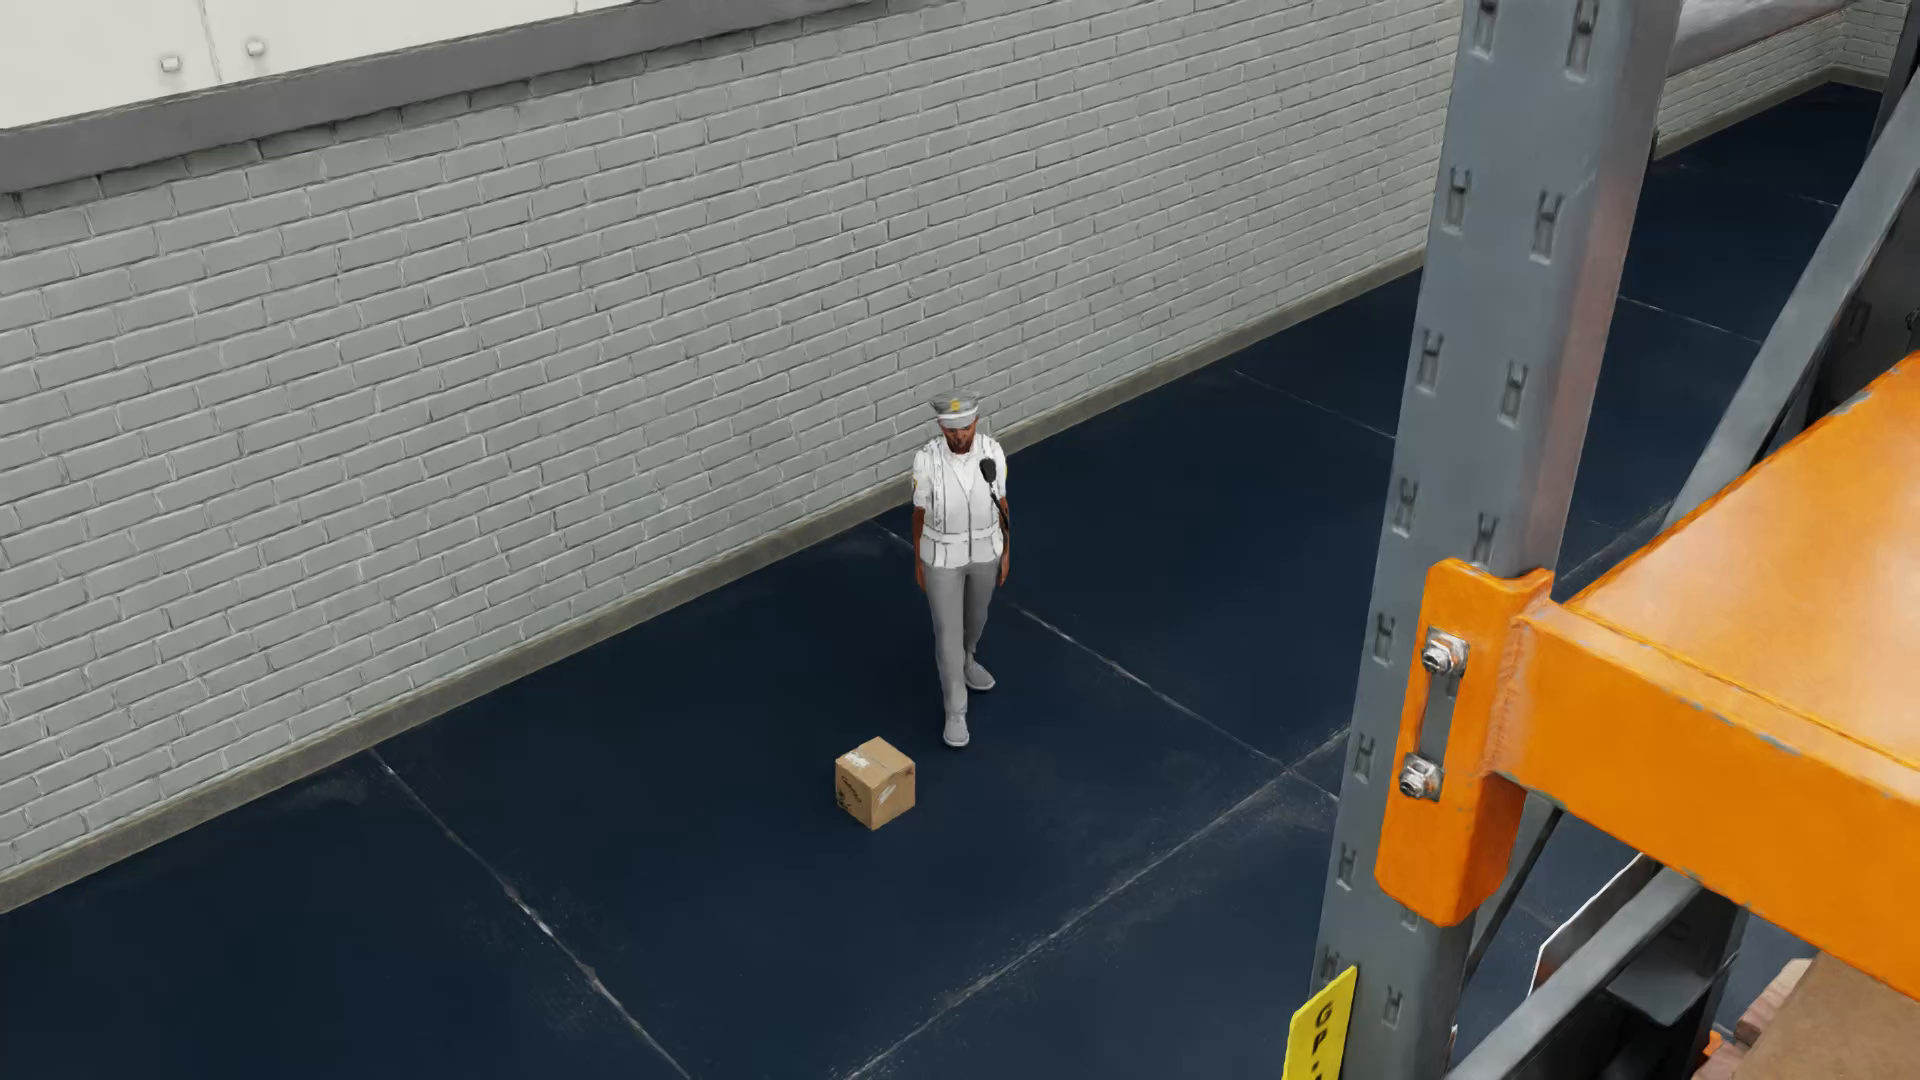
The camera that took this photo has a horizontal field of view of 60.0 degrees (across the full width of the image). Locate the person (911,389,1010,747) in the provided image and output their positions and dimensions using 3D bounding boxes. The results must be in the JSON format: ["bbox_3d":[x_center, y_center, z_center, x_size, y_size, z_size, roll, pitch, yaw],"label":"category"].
[{"bbox_3d":[0.018,0.077,7.484,0.441,1.663,0.639,-10,33,-16],"label":"person"}]
